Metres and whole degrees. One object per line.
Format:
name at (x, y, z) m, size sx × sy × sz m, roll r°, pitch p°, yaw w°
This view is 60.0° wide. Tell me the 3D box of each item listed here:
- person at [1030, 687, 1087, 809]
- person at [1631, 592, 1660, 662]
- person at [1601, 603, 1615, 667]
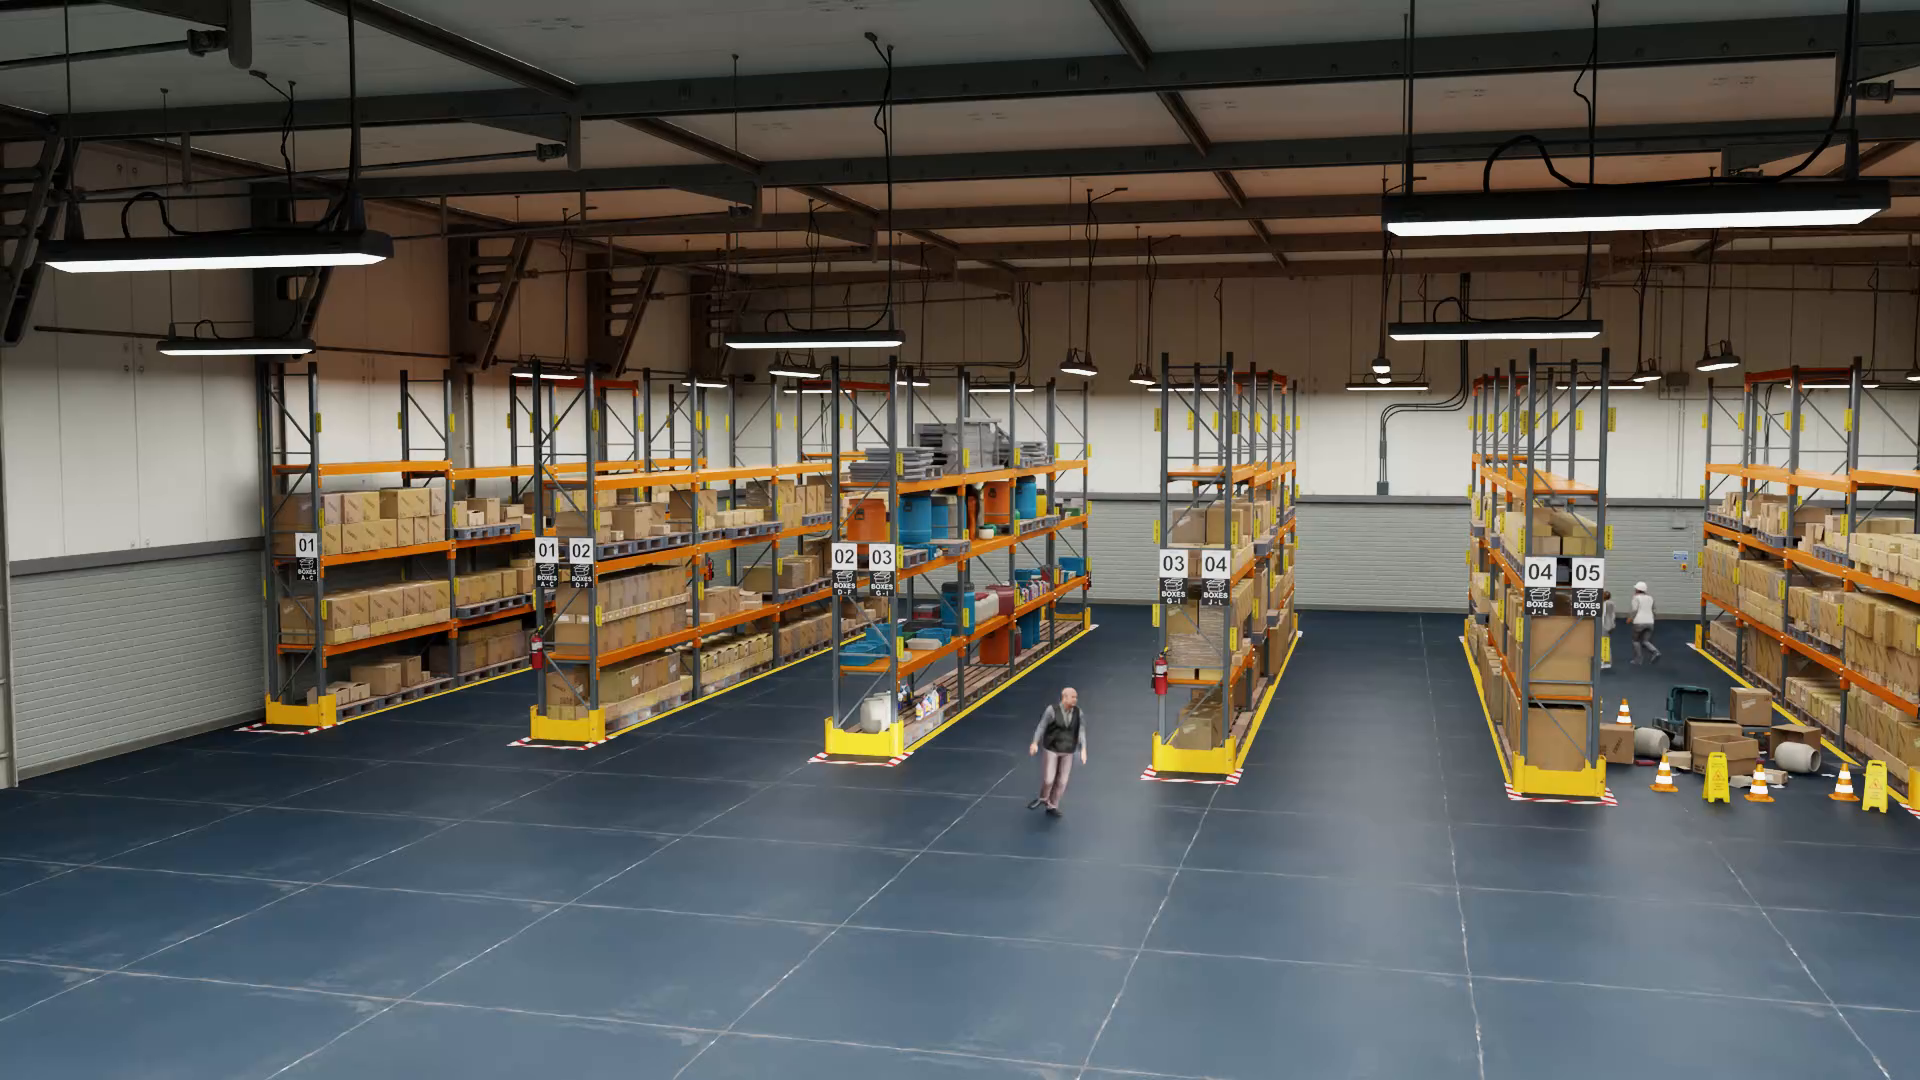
person at (1.260, 2.652, 21.102) m, size 0.666 × 1.618 × 0.511 m, roll -1°, pitch 4°, yaw -18°
person at (14.128, 1.811, 34.275) m, size 0.448 × 1.454 × 0.664 m, roll -1°, pitch 4°, yaw -15°
person at (13.243, 1.929, 34.136) m, size 0.518 × 1.335 × 0.474 m, roll -4°, pitch 6°, yaw -43°
